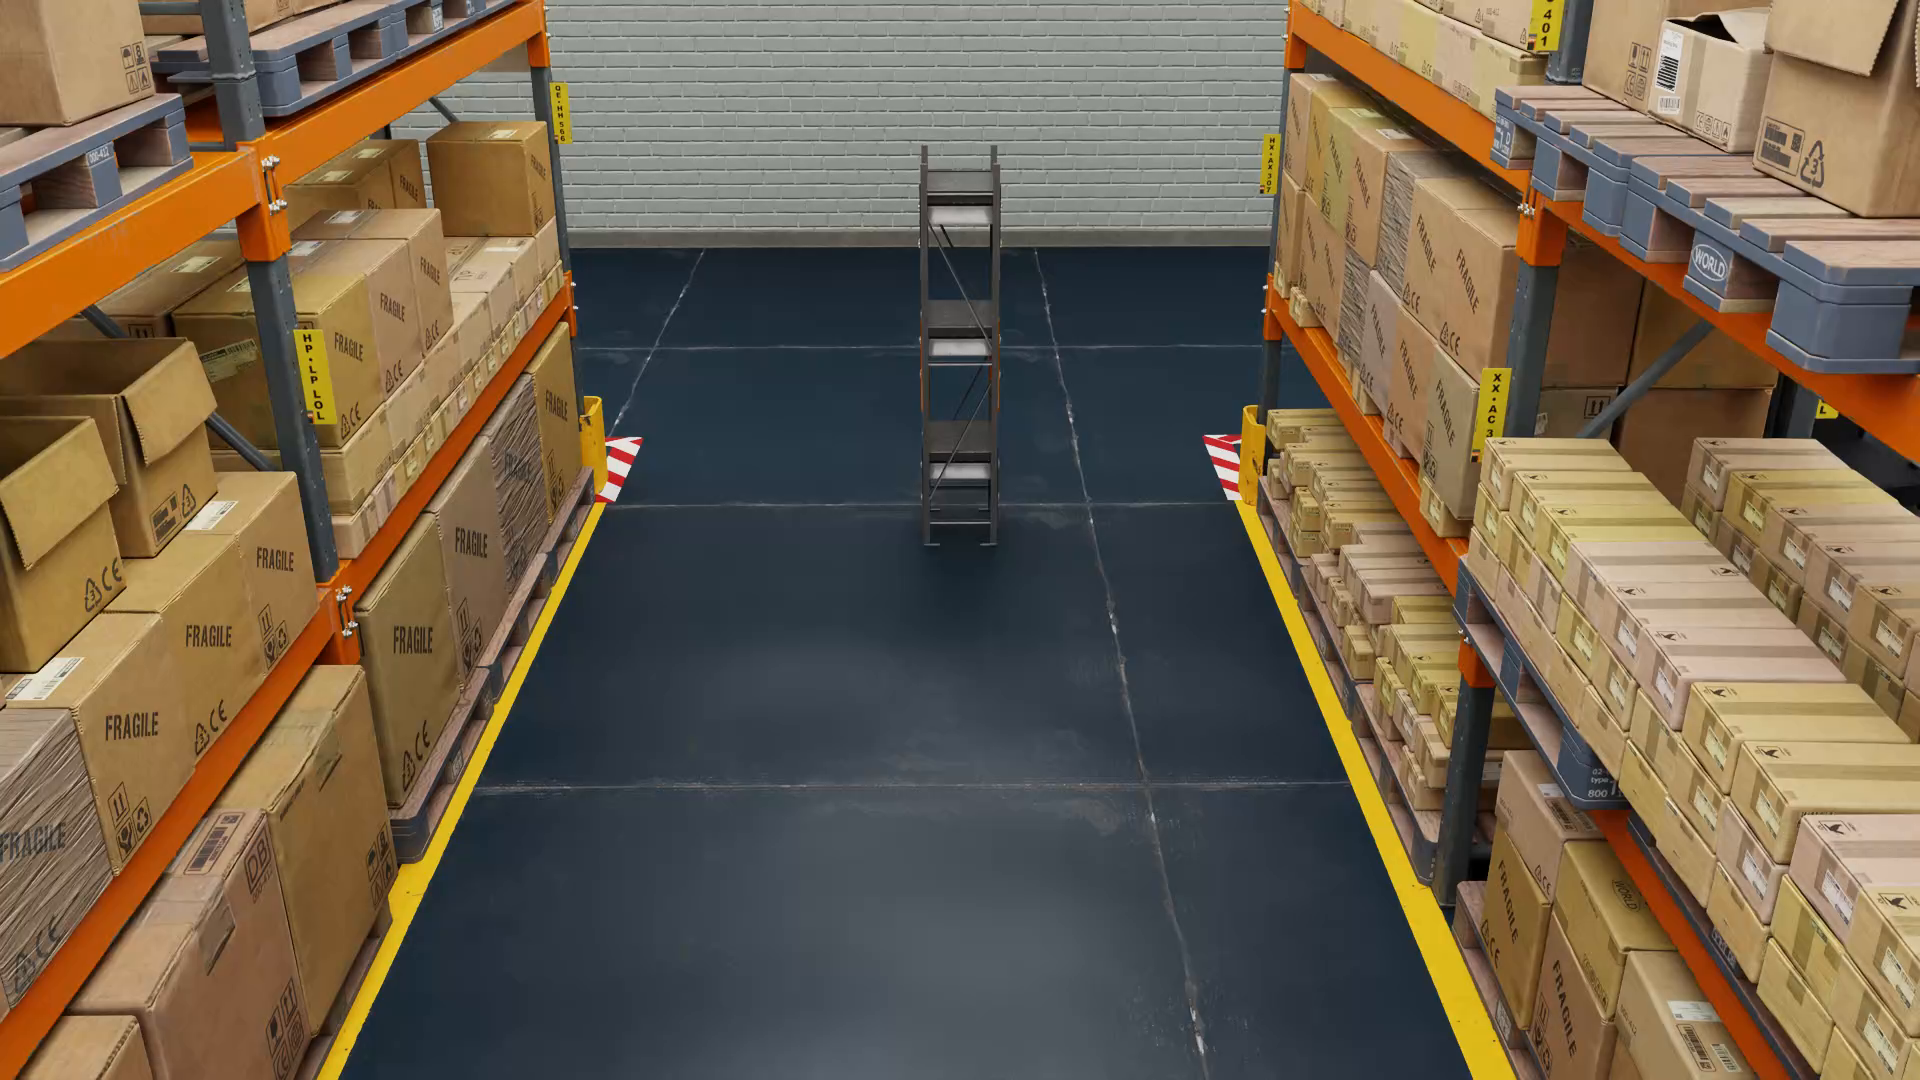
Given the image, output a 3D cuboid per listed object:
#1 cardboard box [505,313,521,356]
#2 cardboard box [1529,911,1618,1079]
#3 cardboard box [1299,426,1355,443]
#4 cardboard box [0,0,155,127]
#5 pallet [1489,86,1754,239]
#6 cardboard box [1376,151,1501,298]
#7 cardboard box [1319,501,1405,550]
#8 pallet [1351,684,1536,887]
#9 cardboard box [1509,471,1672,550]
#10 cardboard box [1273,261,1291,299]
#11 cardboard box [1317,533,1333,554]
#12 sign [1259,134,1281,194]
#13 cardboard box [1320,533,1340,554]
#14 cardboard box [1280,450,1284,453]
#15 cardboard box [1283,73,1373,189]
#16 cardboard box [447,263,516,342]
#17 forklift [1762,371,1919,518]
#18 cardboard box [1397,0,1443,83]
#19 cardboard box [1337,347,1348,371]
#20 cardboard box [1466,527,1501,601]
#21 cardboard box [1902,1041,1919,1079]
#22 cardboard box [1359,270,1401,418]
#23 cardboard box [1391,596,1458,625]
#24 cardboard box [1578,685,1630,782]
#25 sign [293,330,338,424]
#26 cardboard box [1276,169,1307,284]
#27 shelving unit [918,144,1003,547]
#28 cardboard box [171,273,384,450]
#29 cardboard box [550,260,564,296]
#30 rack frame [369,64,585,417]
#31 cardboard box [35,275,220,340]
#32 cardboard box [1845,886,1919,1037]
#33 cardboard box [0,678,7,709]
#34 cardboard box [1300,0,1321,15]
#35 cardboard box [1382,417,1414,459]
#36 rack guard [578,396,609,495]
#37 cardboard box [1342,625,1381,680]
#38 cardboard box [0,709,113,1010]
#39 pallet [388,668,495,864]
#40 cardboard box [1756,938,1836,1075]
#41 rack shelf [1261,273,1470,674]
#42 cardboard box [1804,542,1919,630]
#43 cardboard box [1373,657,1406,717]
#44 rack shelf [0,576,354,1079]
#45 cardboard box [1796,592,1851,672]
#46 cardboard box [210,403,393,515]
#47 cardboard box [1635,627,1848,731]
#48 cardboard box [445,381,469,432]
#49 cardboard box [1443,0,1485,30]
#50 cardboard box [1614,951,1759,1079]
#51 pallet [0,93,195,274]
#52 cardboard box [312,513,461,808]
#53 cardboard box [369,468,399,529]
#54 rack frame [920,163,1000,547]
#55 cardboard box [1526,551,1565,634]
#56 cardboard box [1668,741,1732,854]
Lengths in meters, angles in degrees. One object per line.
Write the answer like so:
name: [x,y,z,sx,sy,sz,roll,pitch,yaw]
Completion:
cardboard box: [-2.369,-1.006,8.139,0.380,0.149,0.250,-1,24,-2]
cardboard box: [2.040,1.452,4.922,0.500,0.500,0.500,1,24,2]
cardboard box: [2.035,-0.500,8.943,0.380,0.149,0.250,0,24,0]
cardboard box: [-2.655,-1.403,4.441,0.700,0.500,0.500,0,24,1]
pallet: [2.189,-1.045,4.509,1.213,0.211,1.003,0,24,-1]
cardboard box: [2.011,-1.272,6.727,0.500,0.500,0.500,0,24,1]
cardboard box: [1.946,-0.071,7.995,0.380,0.149,0.250,0,24,0]
pallet: [2.246,0.975,6.838,1.003,0.211,1.213,0,24,-1]
cardboard box: [1.843,-0.087,4.877,0.380,0.149,0.250,0,24,1]
cardboard box: [1.921,-1.418,9.049,0.380,0.149,0.250,0,24,-1]
cardboard box: [2.017,0.078,8.387,0.380,0.149,0.250,0,24,0]
sign: [1.703,-2.059,9.112,0.100,0.325,0.005,0,24,-1]
cardboard box: [2.024,-0.049,8.308,0.380,0.149,0.250,-1,24,-3]
cardboard box: [1.995,-0.478,9.256,0.380,0.149,0.250,1,24,2]
cardboard box: [1.985,-2.118,8.596,0.500,0.500,0.500,0,24,-1]
cardboard box: [-2.434,-1.136,7.944,0.500,0.250,0.500,-1,24,-2]
forklift: [4.772,-1.475,8.955,1.130,2.935,3.031,-5,25,-10]
cardboard box: [2.014,-1.933,6.426,0.500,0.250,0.500,-1,24,-1]
cardboard box: [2.008,-0.882,7.865,0.380,0.149,0.250,-1,24,-2]
cardboard box: [1.834,0.069,5.253,0.380,0.149,0.250,-1,24,-3]
cardboard box: [1.862,0.997,2.840,0.380,0.149,0.250,0,24,1]
cardboard box: [1.993,-0.817,6.934,0.500,0.500,0.500,0,24,-1]
cardboard box: [2.048,0.357,7.048,0.380,0.149,0.250,1,24,1]
cardboard box: [1.846,0.494,4.312,0.380,0.149,0.250,-1,24,-3]
sign: [-2.129,-0.536,5.486,0.100,0.325,0.005,0,24,-1]
cardboard box: [1.974,-1.662,8.802,0.500,0.500,0.500,1,24,2]
shelving unit: [-0.002,-1.025,8.968,0.431,2.100,0.503,0,24,-1]
cardboard box: [-2.421,-0.646,5.948,0.500,0.500,0.500,0,24,-1]
cardboard box: [-2.382,-1.427,9.069,0.380,0.149,0.250,0,24,0]
rack frame: [-2.715,-1.686,9.339,1.000,3.000,0.127,0,24,-1]
cardboard box: [-2.944,-0.635,5.926,0.500,0.500,0.500,0,24,1]
cardboard box: [1.859,0.760,3.002,0.380,0.149,0.250,0,24,1]
cardboard box: [-2.638,0.261,3.694,0.797,0.503,0.637,1,24,1]
cardboard box: [1.995,-2.779,8.297,0.500,0.250,0.500,1,24,1]
cardboard box: [1.986,-0.455,6.921,0.380,0.149,0.250,-1,24,-3]
rack guard: [-2.715,-0.557,9.876,1.175,0.500,0.348,0,24,-1]
cardboard box: [1.933,0.502,7.449,0.380,0.149,0.250,0,24,-1]
cardboard box: [-2.382,0.733,3.867,0.500,0.500,0.500,0,24,0]
pallet: [-2.602,0.919,6.963,1.003,0.211,1.213,0,24,-1]
cardboard box: [1.860,0.929,3.350,0.380,0.149,0.250,-1,24,-3]
rack shelf: [2.267,-0.515,7.622,1.077,0.370,4.000,0,24,-1]
cardboard box: [2.497,0.123,4.411,0.380,0.149,0.250,0,24,-1]
cardboard box: [1.932,0.603,6.865,0.380,0.149,0.250,-1,24,-2]
rack shelf: [-2.650,1.114,4.020,1.077,0.370,4.000,0,24,-1]
cardboard box: [2.502,0.255,4.480,0.380,0.149,0.250,-1,24,-2]
cardboard box: [-2.415,-0.300,6.095,0.500,0.250,0.500,-1,24,-2]
cardboard box: [1.849,0.330,3.953,0.380,0.149,0.250,1,24,1]
cardboard box: [-2.357,-0.581,7.200,0.380,0.149,0.250,0,24,0]
cardboard box: [2.036,-1.948,5.853,0.500,0.250,0.500,-1,24,-3]
cardboard box: [2.043,1.322,4.300,0.500,0.250,0.500,1,24,1]
pallet: [-2.612,-0.940,4.281,0.805,0.209,1.217,-1,24,-3]
cardboard box: [-2.599,0.466,6.648,0.875,0.875,0.875,0,24,-1]
cardboard box: [-2.345,-0.155,6.258,0.380,0.149,0.250,-1,24,-2]
rack frame: [0.001,-0.924,8.746,0.400,2.100,0.015,0,24,-1]
cardboard box: [1.842,0.146,4.721,0.380,0.149,0.250,0,24,1]
cardboard box: [1.853,0.578,3.767,0.380,0.149,0.250,-1,24,-2]
